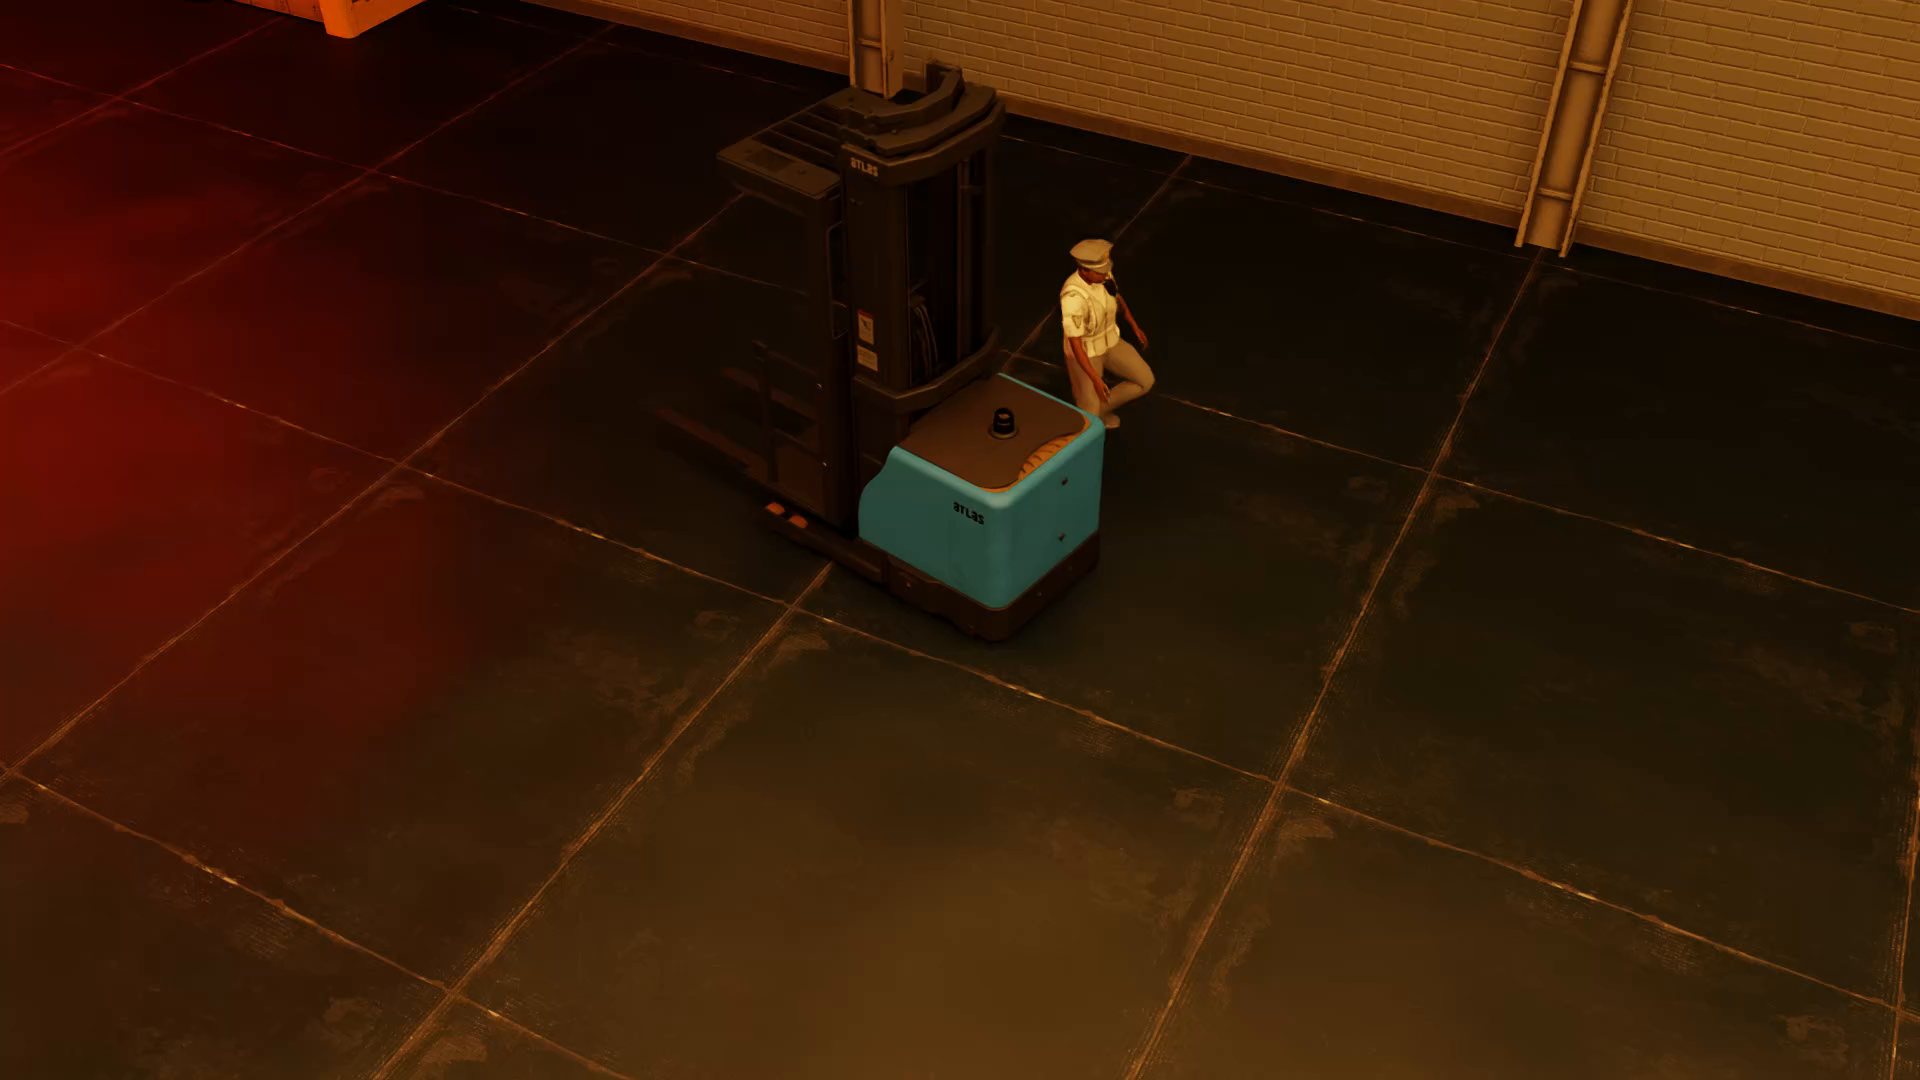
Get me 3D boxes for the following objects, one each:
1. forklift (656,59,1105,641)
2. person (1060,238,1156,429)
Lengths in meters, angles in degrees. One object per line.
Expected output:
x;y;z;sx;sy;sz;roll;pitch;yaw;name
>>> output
-0.620;-1.343;9.581;3.031;2.935;1.130;28;47;29;forklift
0.904;-1.158;10.465;0.612;1.536;0.727;31;49;32;person
